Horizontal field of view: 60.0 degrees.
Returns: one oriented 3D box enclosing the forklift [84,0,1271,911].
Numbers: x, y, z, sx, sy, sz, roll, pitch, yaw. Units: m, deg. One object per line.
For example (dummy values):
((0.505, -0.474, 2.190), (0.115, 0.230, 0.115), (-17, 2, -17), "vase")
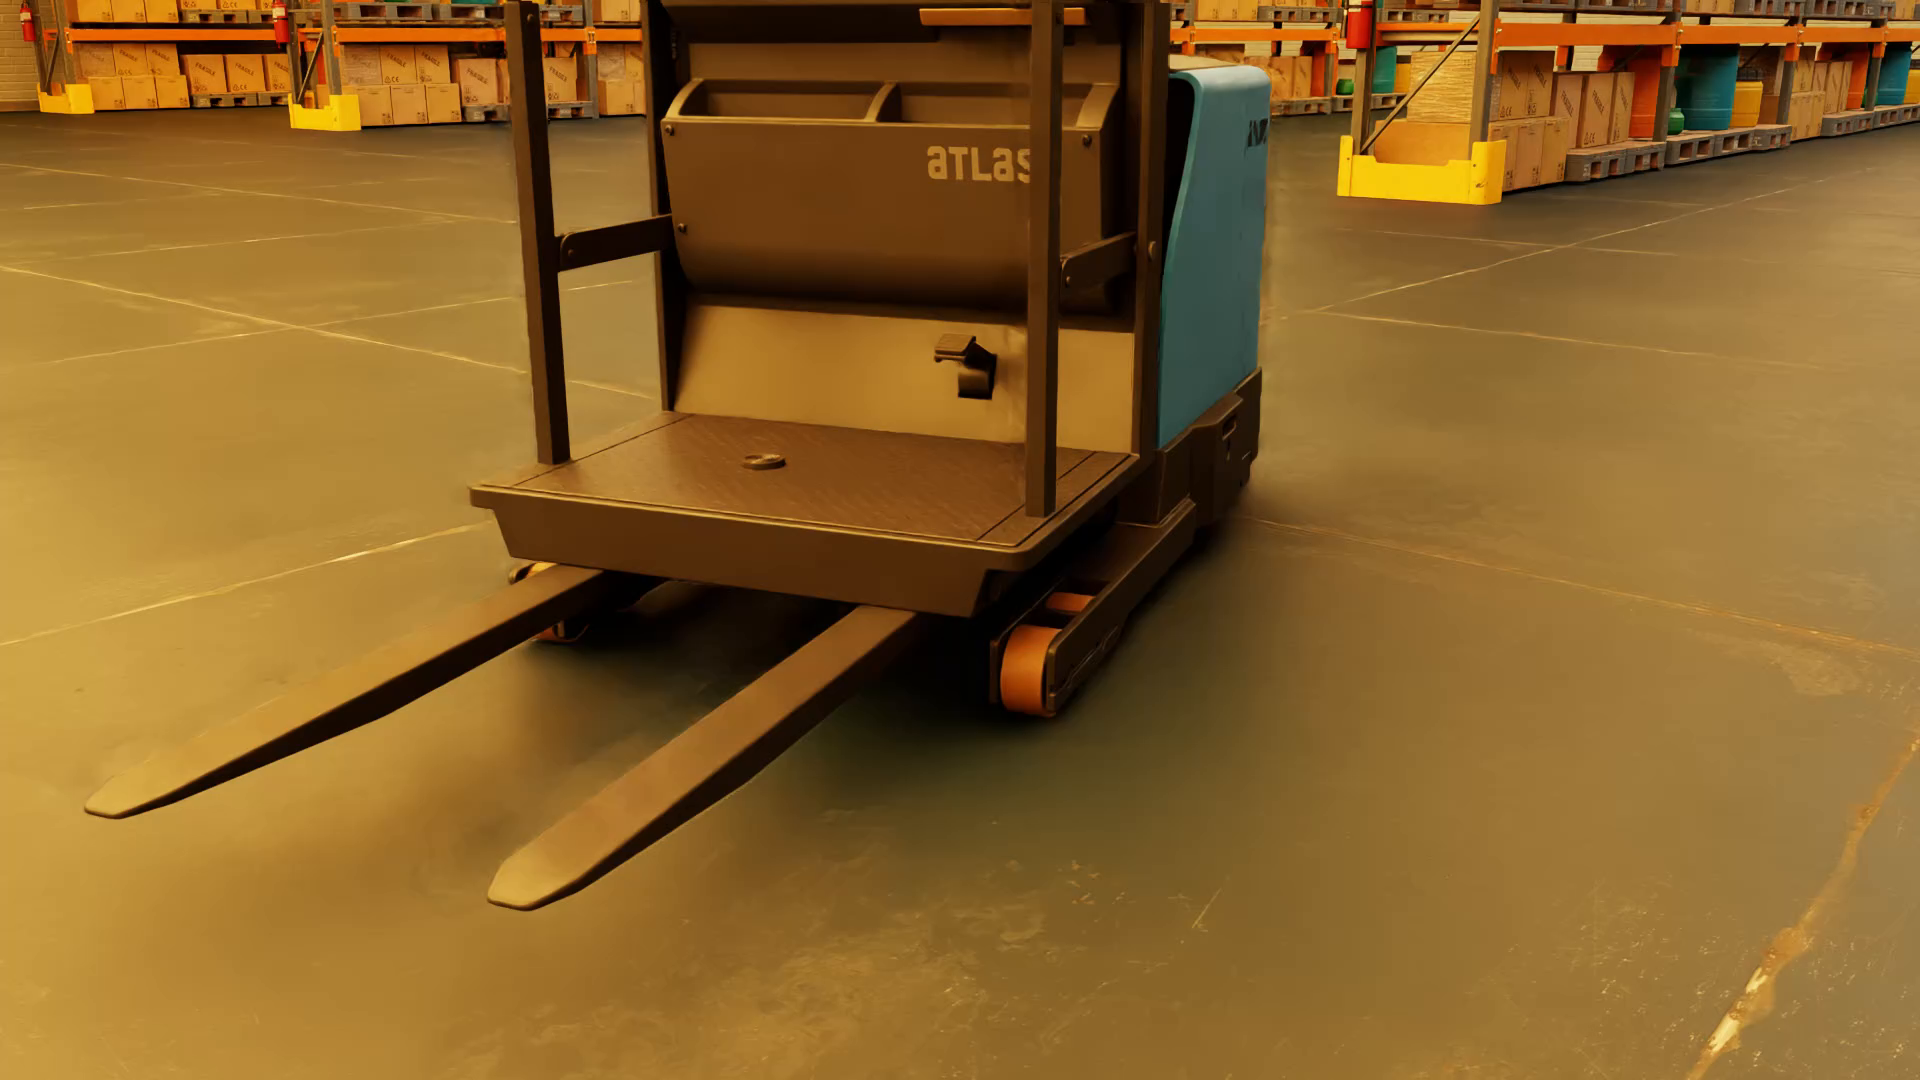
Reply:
((-0.224, -1.227, 2.939), (1.130, 2.935, 3.031), (7, 18, 21), "forklift")
